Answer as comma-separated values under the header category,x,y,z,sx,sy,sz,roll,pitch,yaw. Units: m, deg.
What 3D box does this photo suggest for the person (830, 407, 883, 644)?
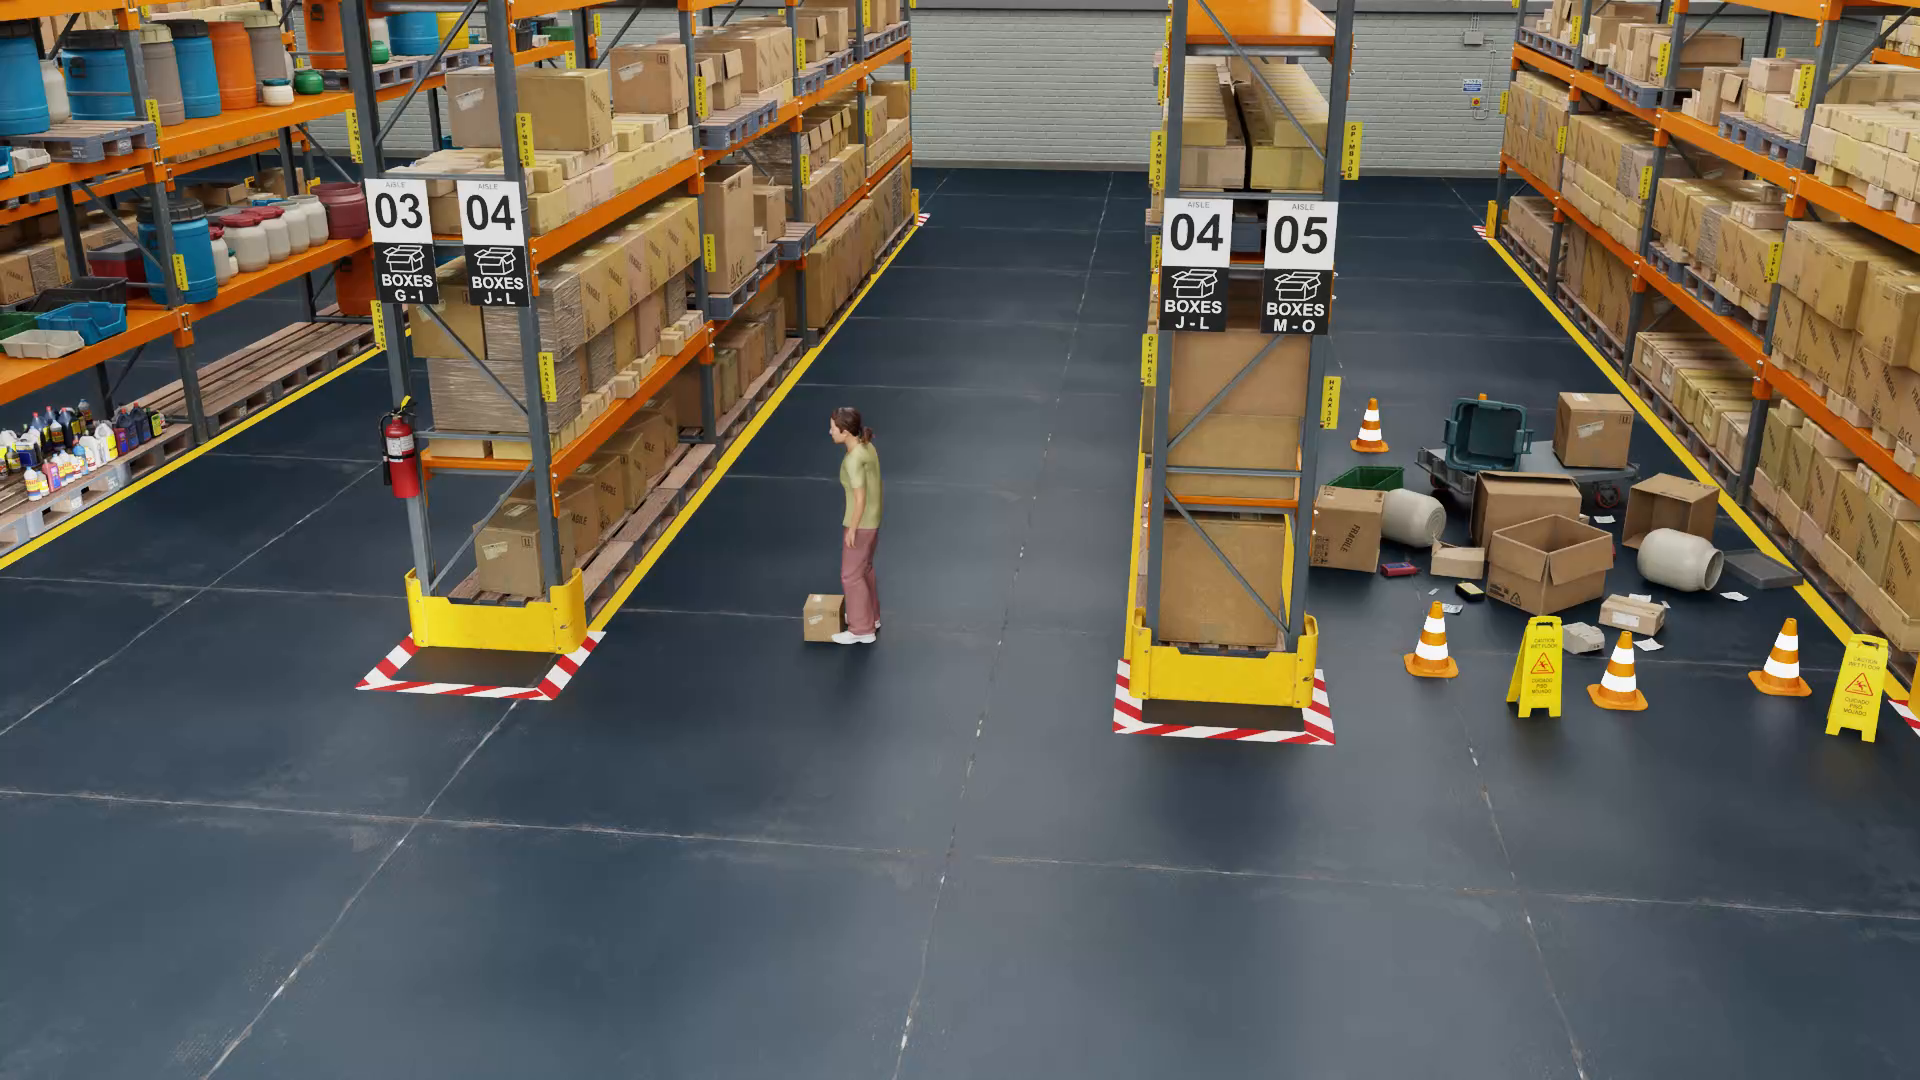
category,x,y,z,sx,sy,sz,roll,pitch,yaw
person,-0.704,-0.111,11.370,0.355,1.673,0.500,2,21,6
